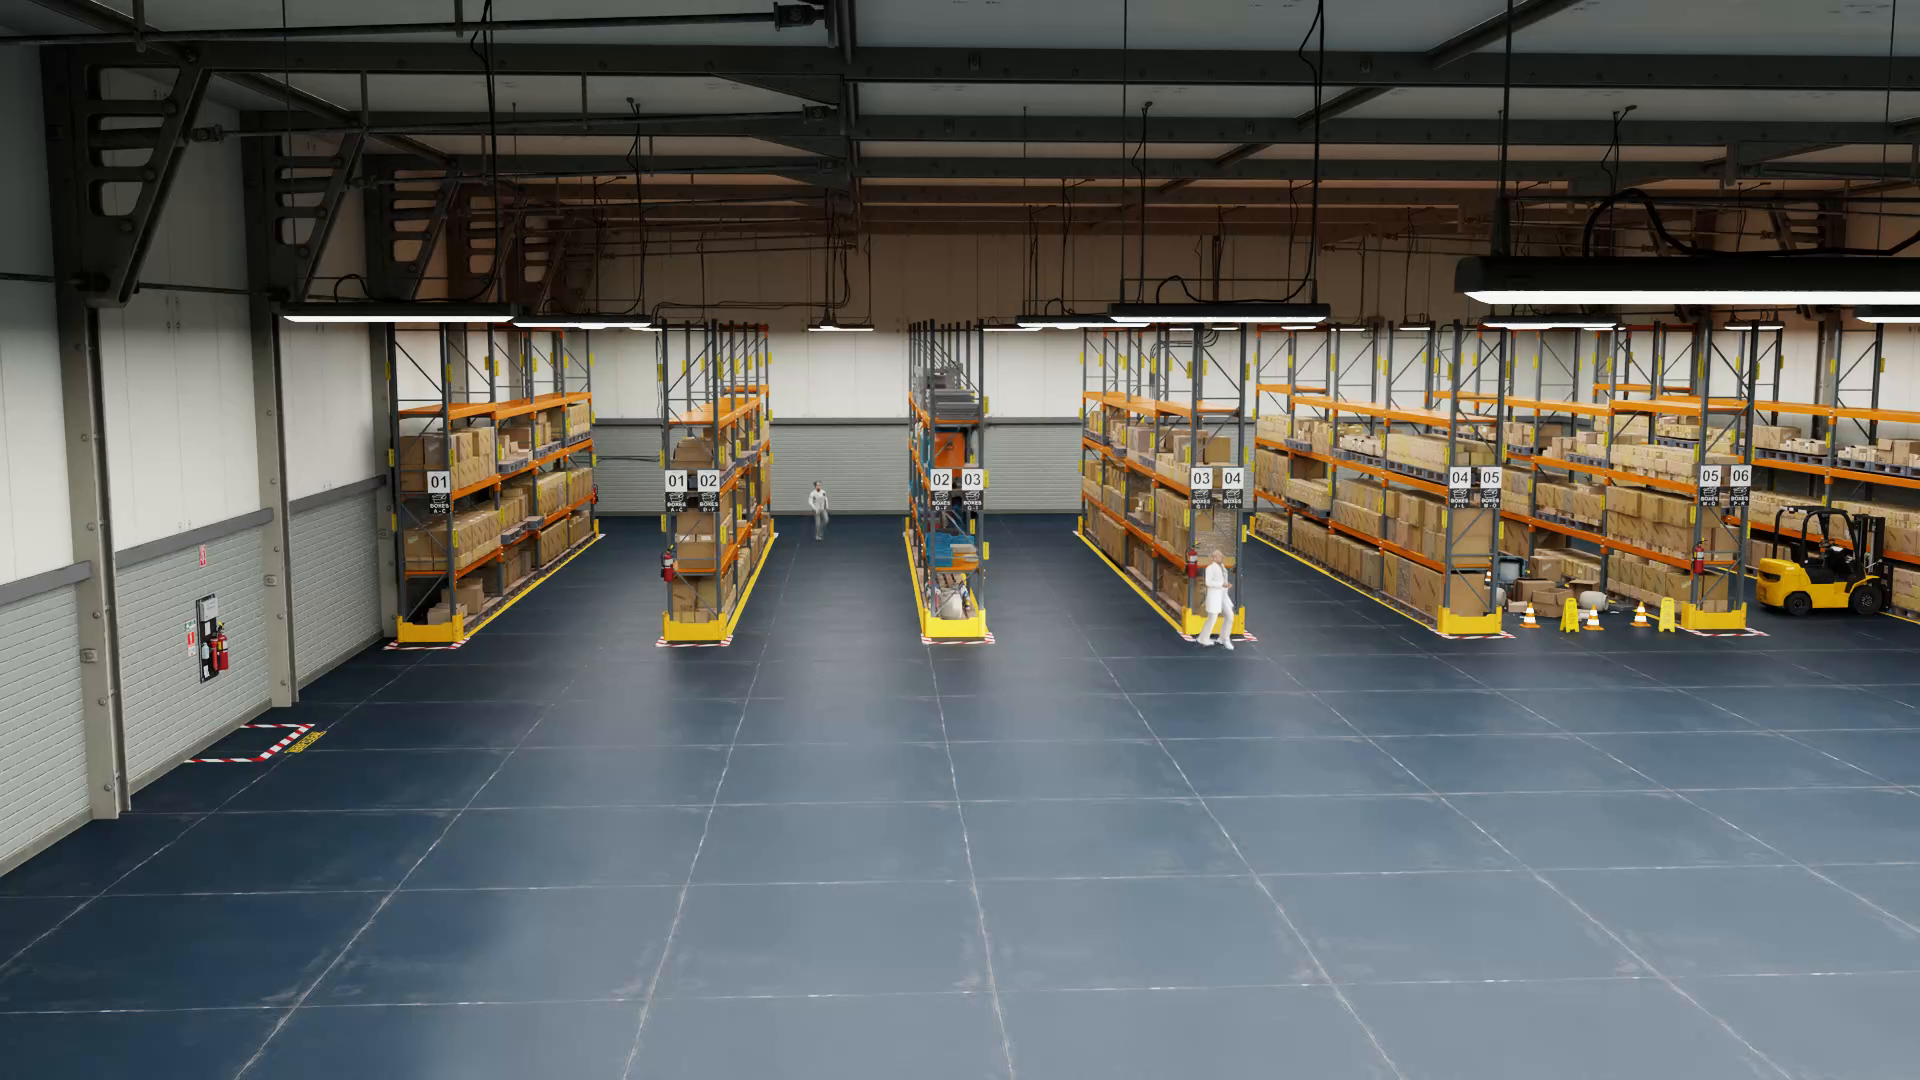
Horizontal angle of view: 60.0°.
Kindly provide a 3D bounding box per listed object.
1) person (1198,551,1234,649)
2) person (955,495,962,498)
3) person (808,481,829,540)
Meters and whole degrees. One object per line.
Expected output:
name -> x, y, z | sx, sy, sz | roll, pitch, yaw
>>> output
person -> 4.714, 1.099, 30.371 | 0.689, 1.820, 0.761 | -7, 10, -43
person -> -0.155, -1.064, 48.323 | 0.812, 1.781, 0.665 | 1, 7, 10
person -> -3.907, -0.835, 46.481 | 0.640, 1.662, 0.514 | -4, 8, -31
